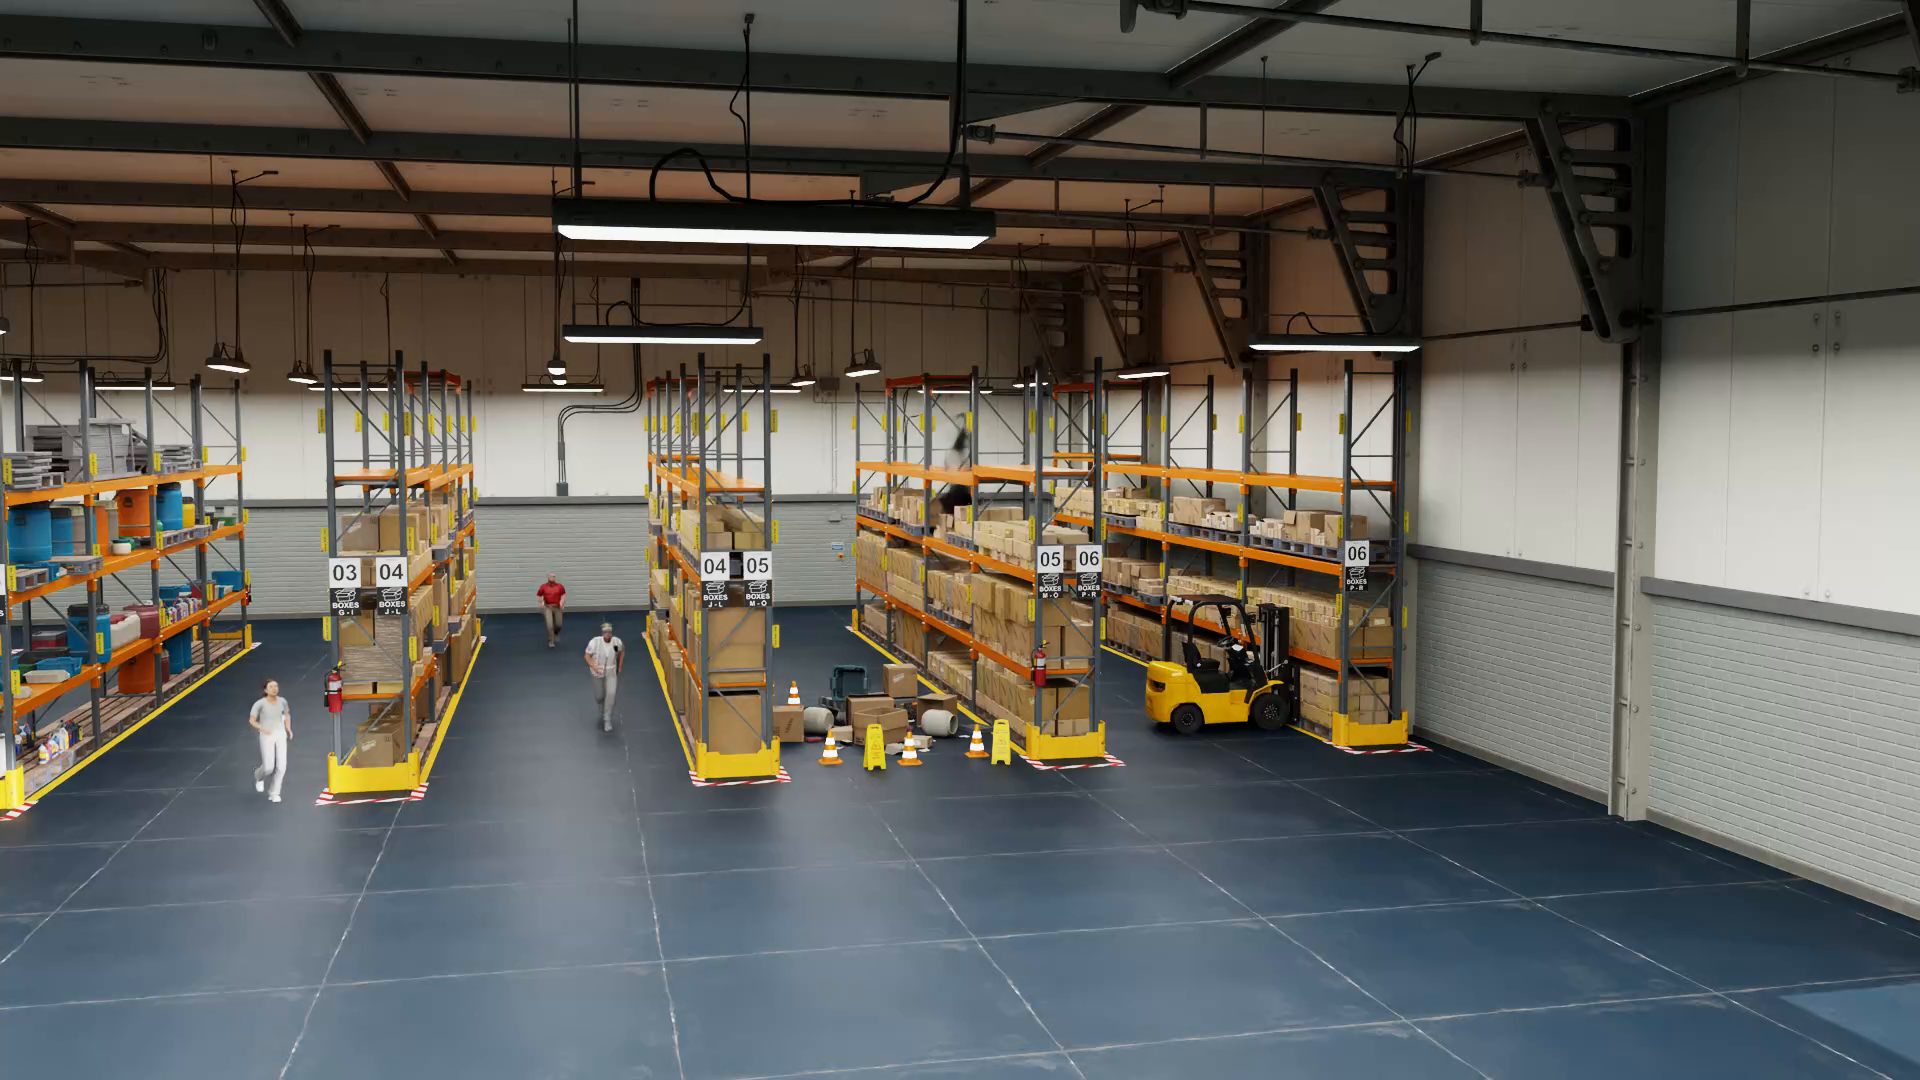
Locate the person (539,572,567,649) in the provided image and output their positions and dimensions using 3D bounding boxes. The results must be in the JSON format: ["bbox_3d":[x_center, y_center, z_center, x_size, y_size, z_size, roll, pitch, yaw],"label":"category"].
[{"bbox_3d":[-9.061,1.584,37.088,0.626,1.751,0.722,-1,4,-19],"label":"person"}]

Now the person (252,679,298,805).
[{"bbox_3d":[-8.955,2.674,21.877,0.539,1.601,0.646,-4,6,-44],"label":"person"}]

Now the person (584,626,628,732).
[{"bbox_3d":[-5.804,2.264,27.258,0.702,1.736,0.705,-1,4,-14],"label":"person"}]
